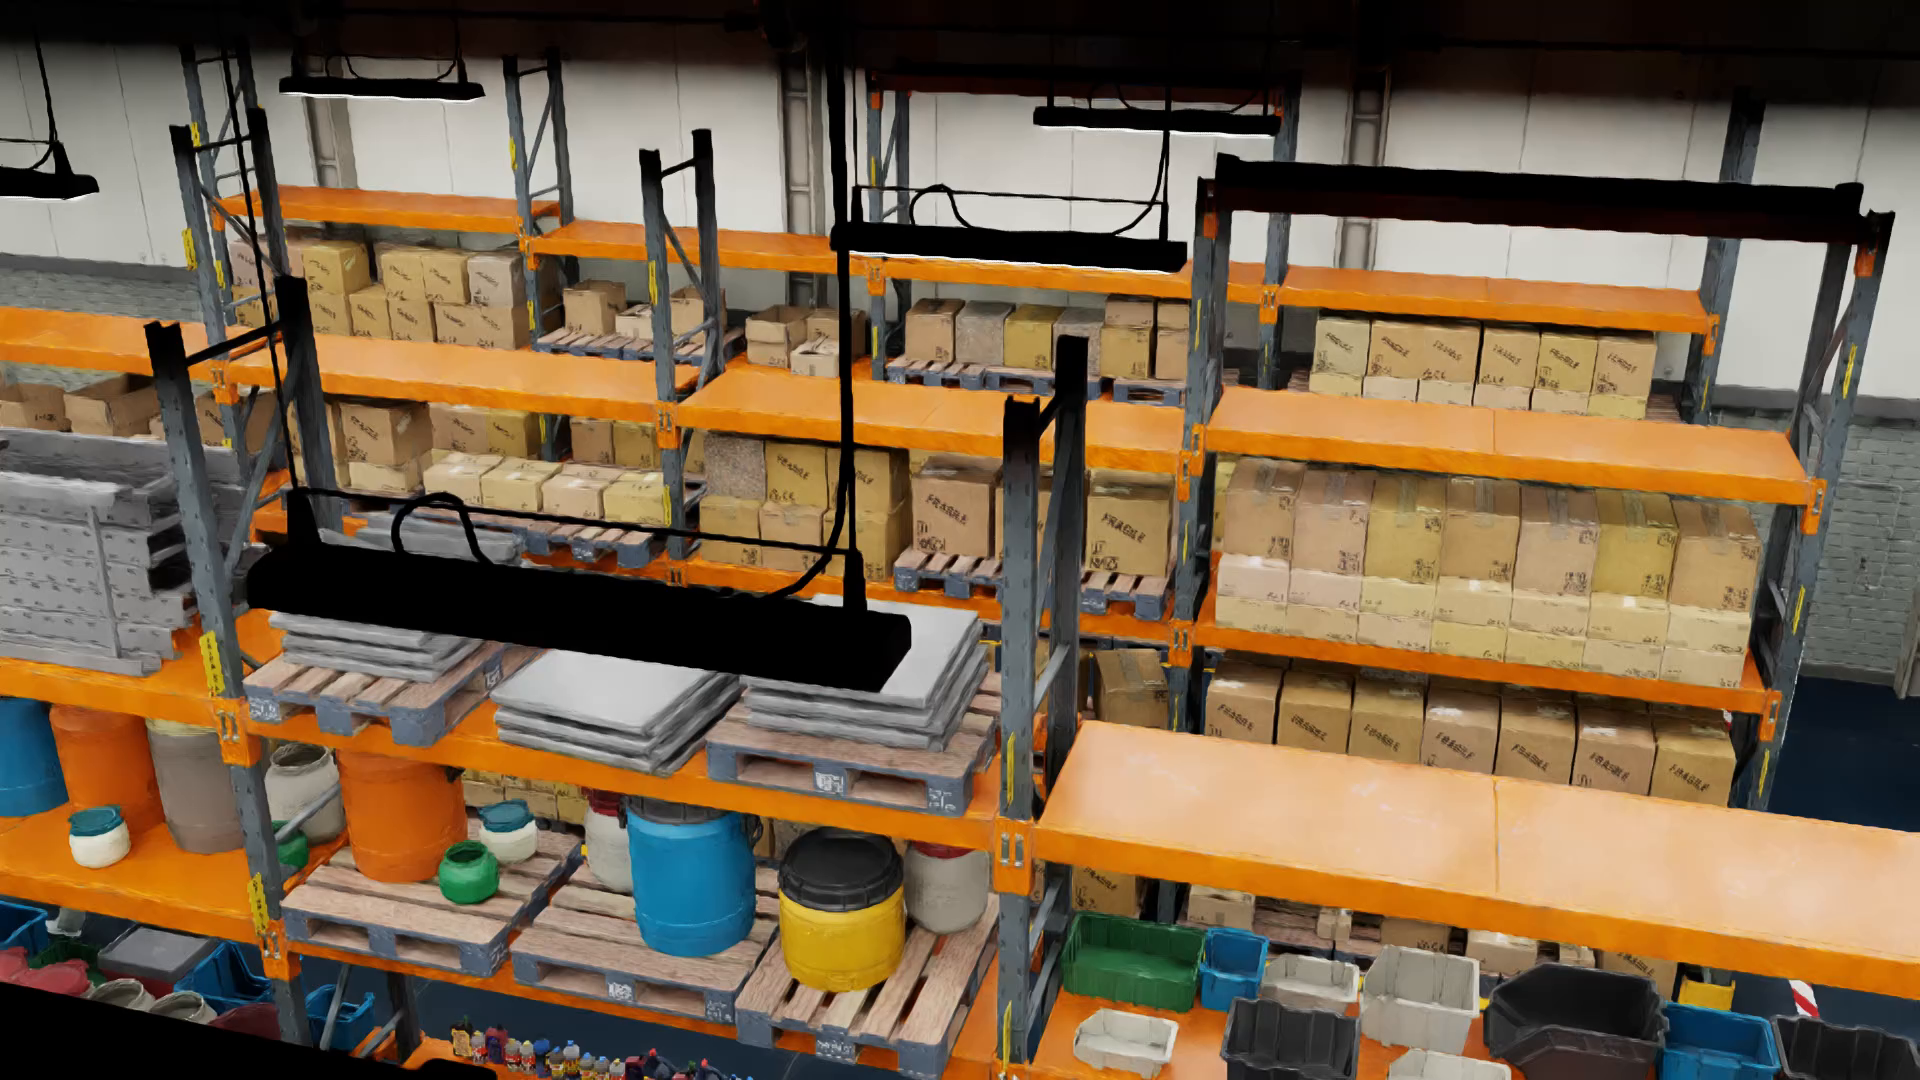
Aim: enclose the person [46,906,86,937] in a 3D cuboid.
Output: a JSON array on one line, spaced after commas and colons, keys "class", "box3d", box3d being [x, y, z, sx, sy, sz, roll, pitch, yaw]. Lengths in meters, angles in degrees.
[{"class": "person", "box3d": [-6.752, 2.356, 12.975, 1.016, 1.604, 0.444, 3, 23, 8]}]
